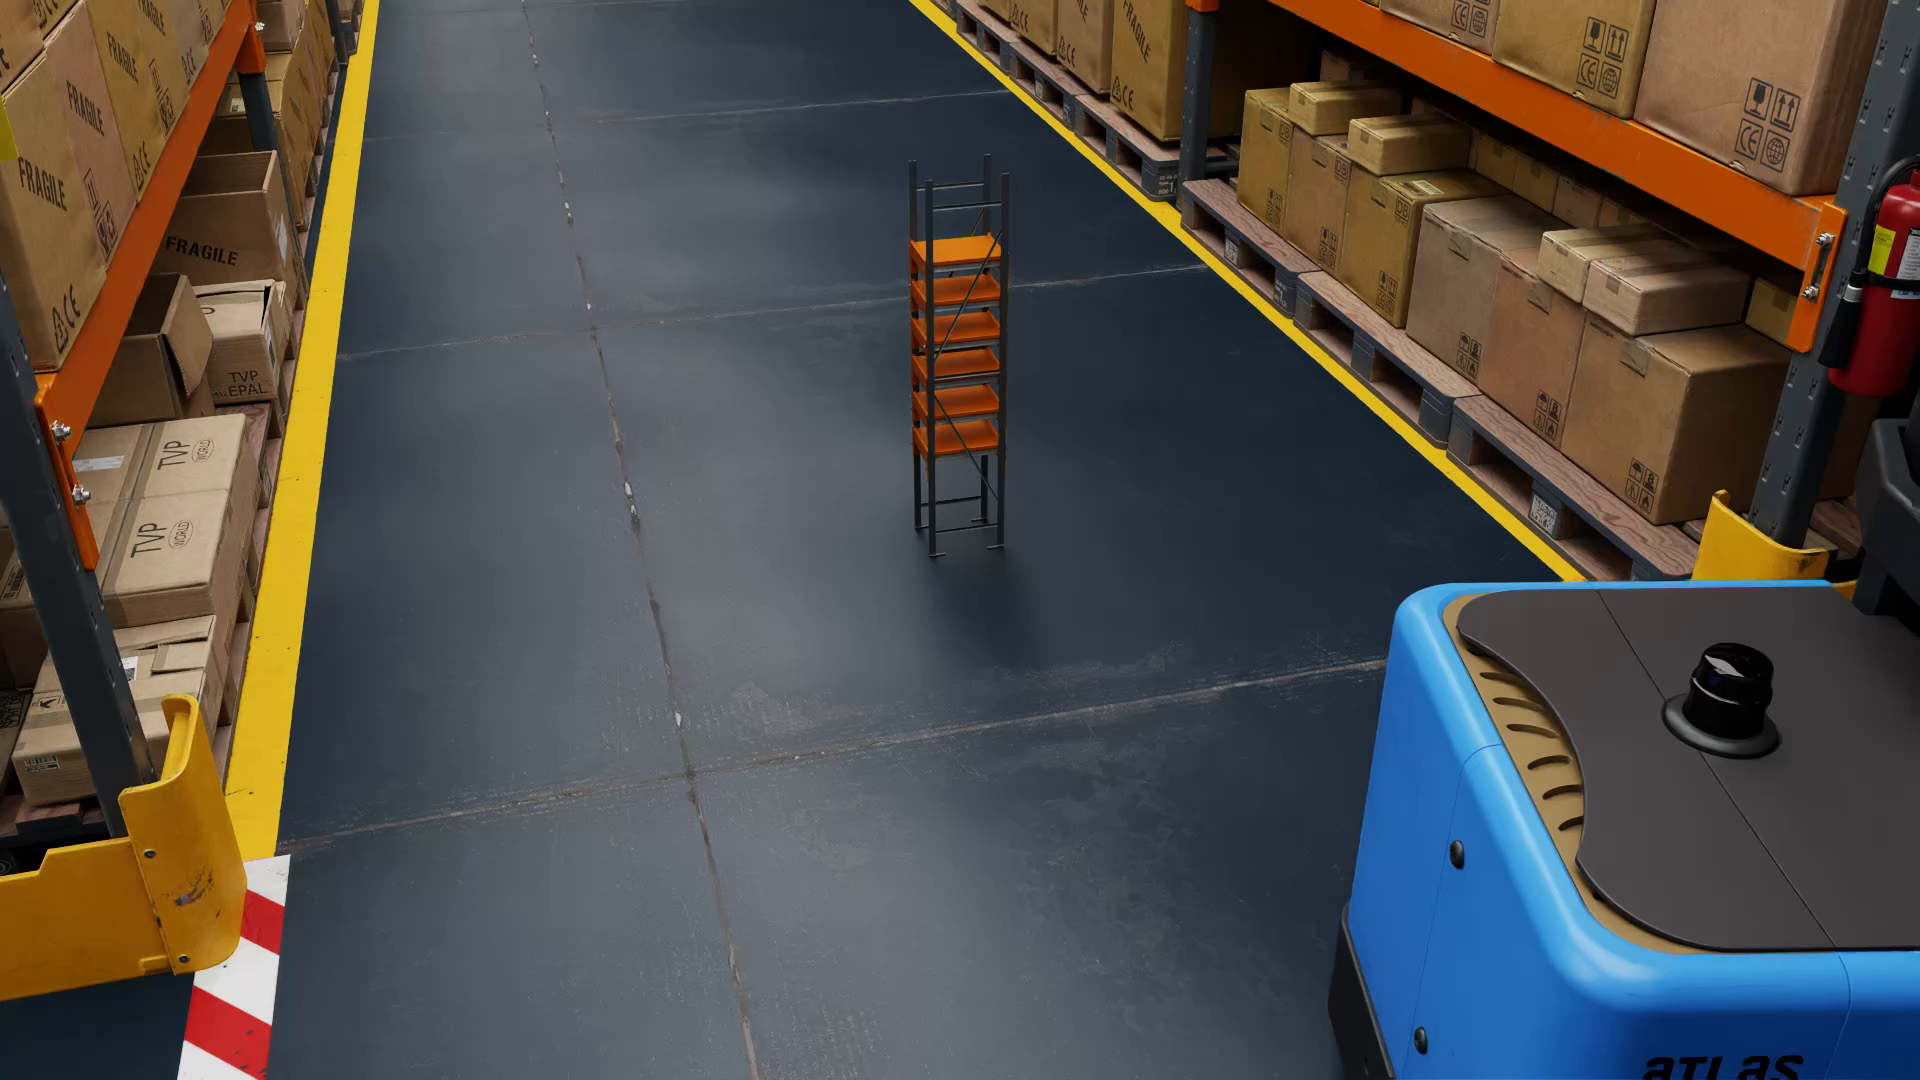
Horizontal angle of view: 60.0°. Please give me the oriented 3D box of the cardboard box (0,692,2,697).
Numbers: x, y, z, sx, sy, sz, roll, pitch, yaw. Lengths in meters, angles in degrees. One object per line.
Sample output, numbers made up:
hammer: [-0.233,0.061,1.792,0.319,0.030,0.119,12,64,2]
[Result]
cardboard box: [-2.559,0.324,3.752,0.500,0.500,0.500,-8,31,-13]

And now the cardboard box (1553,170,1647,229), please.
cardboard box: [2.272,-1.158,5.684,0.380,0.149,0.250,-7,31,-13]

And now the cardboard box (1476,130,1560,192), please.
cardboard box: [2.136,-1.404,6.110,0.380,0.149,0.250,-8,31,-14]

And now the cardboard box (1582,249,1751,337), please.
cardboard box: [2.106,-0.741,4.964,0.380,0.149,0.250,-8,31,-14]

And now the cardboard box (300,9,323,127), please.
cardboard box: [-3.544,-2.387,8.435,0.500,0.500,0.500,-9,31,-15]

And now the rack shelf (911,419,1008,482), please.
rack shelf: [-0.004,-0.280,5.104,0.258,0.103,0.180,-8,31,-13]

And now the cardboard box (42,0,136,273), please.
cardboard box: [-2.183,-0.878,3.674,0.500,0.500,0.500,-8,31,-14]

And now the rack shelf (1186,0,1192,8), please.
rack shelf: [1.005,-3.584,9.166,1.077,0.370,4.000,-8,31,-13]

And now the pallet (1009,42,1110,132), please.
pallet: [0.931,-2.676,9.662,1.003,0.211,1.213,-8,31,-13]

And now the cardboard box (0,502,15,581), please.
cardboard box: [-2.782,-0.030,4.614,0.500,0.250,0.500,-8,31,-13]

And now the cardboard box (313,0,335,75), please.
cardboard box: [-3.826,-2.889,9.303,0.500,0.500,0.500,-7,31,-11]

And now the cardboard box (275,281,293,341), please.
cardboard box: [-2.657,-0.815,6.071,0.380,0.149,0.250,-8,31,-13]

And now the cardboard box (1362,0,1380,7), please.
cardboard box: [1.853,-2.442,6.175,0.980,0.700,0.700,-9,31,-15]

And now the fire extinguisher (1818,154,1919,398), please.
fire extinguisher: [2.193,-0.669,3.860,0.296,0.674,0.183,-8,31,-13]

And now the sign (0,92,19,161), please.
sign: [-1.654,-0.784,2.746,0.100,0.325,0.005,-8,31,-13]

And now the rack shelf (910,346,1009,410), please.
rack shelf: [-0.004,-0.488,4.984,0.258,0.103,0.180,-8,31,-13]

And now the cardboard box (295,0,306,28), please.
cardboard box: [-3.532,-2.694,8.217,0.500,0.250,0.500,-8,31,-14]

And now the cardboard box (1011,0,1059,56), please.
cardboard box: [0.769,-3.316,9.712,0.750,0.750,0.750,-8,31,-14]

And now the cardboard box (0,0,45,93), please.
cardboard box: [-2.041,-1.063,2.994,0.500,0.500,0.500,-7,31,-12]

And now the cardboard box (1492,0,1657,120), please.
cardboard box: [2.249,-1.722,4.932,0.980,0.700,0.700,-8,31,-14]

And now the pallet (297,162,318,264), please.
pallet: [-3.491,-1.450,7.545,1.003,0.211,1.213,-8,31,-13]

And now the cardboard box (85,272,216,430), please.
cardboard box: [-2.735,-0.473,5.125,0.797,0.503,0.637,-8,31,-13]

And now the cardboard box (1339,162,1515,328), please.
cardboard box: [1.900,-1.164,6.342,0.700,0.500,0.500,-7,31,-12]

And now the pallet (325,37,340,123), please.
pallet: [-4.139,-2.629,9.581,1.003,0.211,1.213,-8,31,-13]

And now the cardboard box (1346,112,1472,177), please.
cardboard box: [1.689,-1.494,6.265,0.380,0.149,0.250,-9,31,-15]

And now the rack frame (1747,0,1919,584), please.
rack frame: [2.598,-0.998,3.980,1.000,3.000,0.127,-8,31,-13]

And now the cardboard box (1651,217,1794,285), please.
cardboard box: [2.406,-0.914,5.263,0.380,0.149,0.250,-8,31,-13]

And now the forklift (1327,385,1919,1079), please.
forklift: [2.282,-0.039,2.391,3.031,2.935,1.130,-1,30,-1]

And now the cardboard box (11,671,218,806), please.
cardboard box: [-1.957,0.458,3.871,0.380,0.149,0.250,-8,31,-13]

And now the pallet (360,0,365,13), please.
pallet: [-4.802,-3.985,11.924,1.003,0.211,1.213,-8,31,-13]

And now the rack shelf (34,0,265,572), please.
rack shelf: [-2.708,-0.992,4.688,1.077,0.370,4.000,-8,31,-13]

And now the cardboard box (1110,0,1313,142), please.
cardboard box: [1.238,-2.478,8.263,0.750,0.750,0.750,-7,31,-13]

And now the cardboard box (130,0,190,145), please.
cardboard box: [-2.444,-1.363,4.510,0.500,0.500,0.500,-7,31,-13]

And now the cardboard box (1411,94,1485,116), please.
cardboard box: [2.001,-1.651,6.536,0.380,0.149,0.250,-9,31,-15]

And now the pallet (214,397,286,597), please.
pallet: [-2.730,-0.140,5.282,1.003,0.211,1.213,-8,31,-13]

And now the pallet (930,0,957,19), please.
pallet: [0.268,-4.032,12.006,1.003,0.211,1.213,-8,31,-13]

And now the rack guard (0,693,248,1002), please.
rack guard: [-2.198,0.708,3.528,1.175,0.500,0.348,-8,31,-13]

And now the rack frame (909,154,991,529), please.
rack frame: [-0.028,-0.570,5.038,0.240,1.200,0.006,-8,31,-13]

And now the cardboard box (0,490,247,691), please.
cardboard box: [-2.181,0.120,4.353,0.500,0.250,0.500,-8,31,-13]

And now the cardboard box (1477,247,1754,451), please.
cardboard box: [2.183,-0.664,5.479,0.700,0.500,0.500,-8,31,-13]

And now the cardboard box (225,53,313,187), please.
cardboard box: [-3.285,-1.900,7.594,0.500,0.500,0.500,-7,31,-13]

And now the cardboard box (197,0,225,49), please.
cardboard box: [-2.721,-1.856,5.363,0.500,0.500,0.500,-7,31,-12]

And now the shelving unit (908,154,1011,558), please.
shelving unit: [-0.004,-0.526,4.962,0.258,1.200,0.189,-8,31,-13]

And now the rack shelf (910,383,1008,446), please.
rack shelf: [-0.004,-0.384,5.044,0.258,0.103,0.180,-8,31,-13]

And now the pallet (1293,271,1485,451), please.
pallet: [1.990,-0.755,6.343,1.003,0.211,1.213,-8,31,-13]

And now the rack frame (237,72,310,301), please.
rack frame: [-3.239,-2.269,6.176,1.000,3.000,0.127,-8,31,-13]

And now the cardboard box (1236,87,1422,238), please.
cardboard box: [1.636,-1.655,7.191,0.700,0.500,0.500,-7,31,-13]
